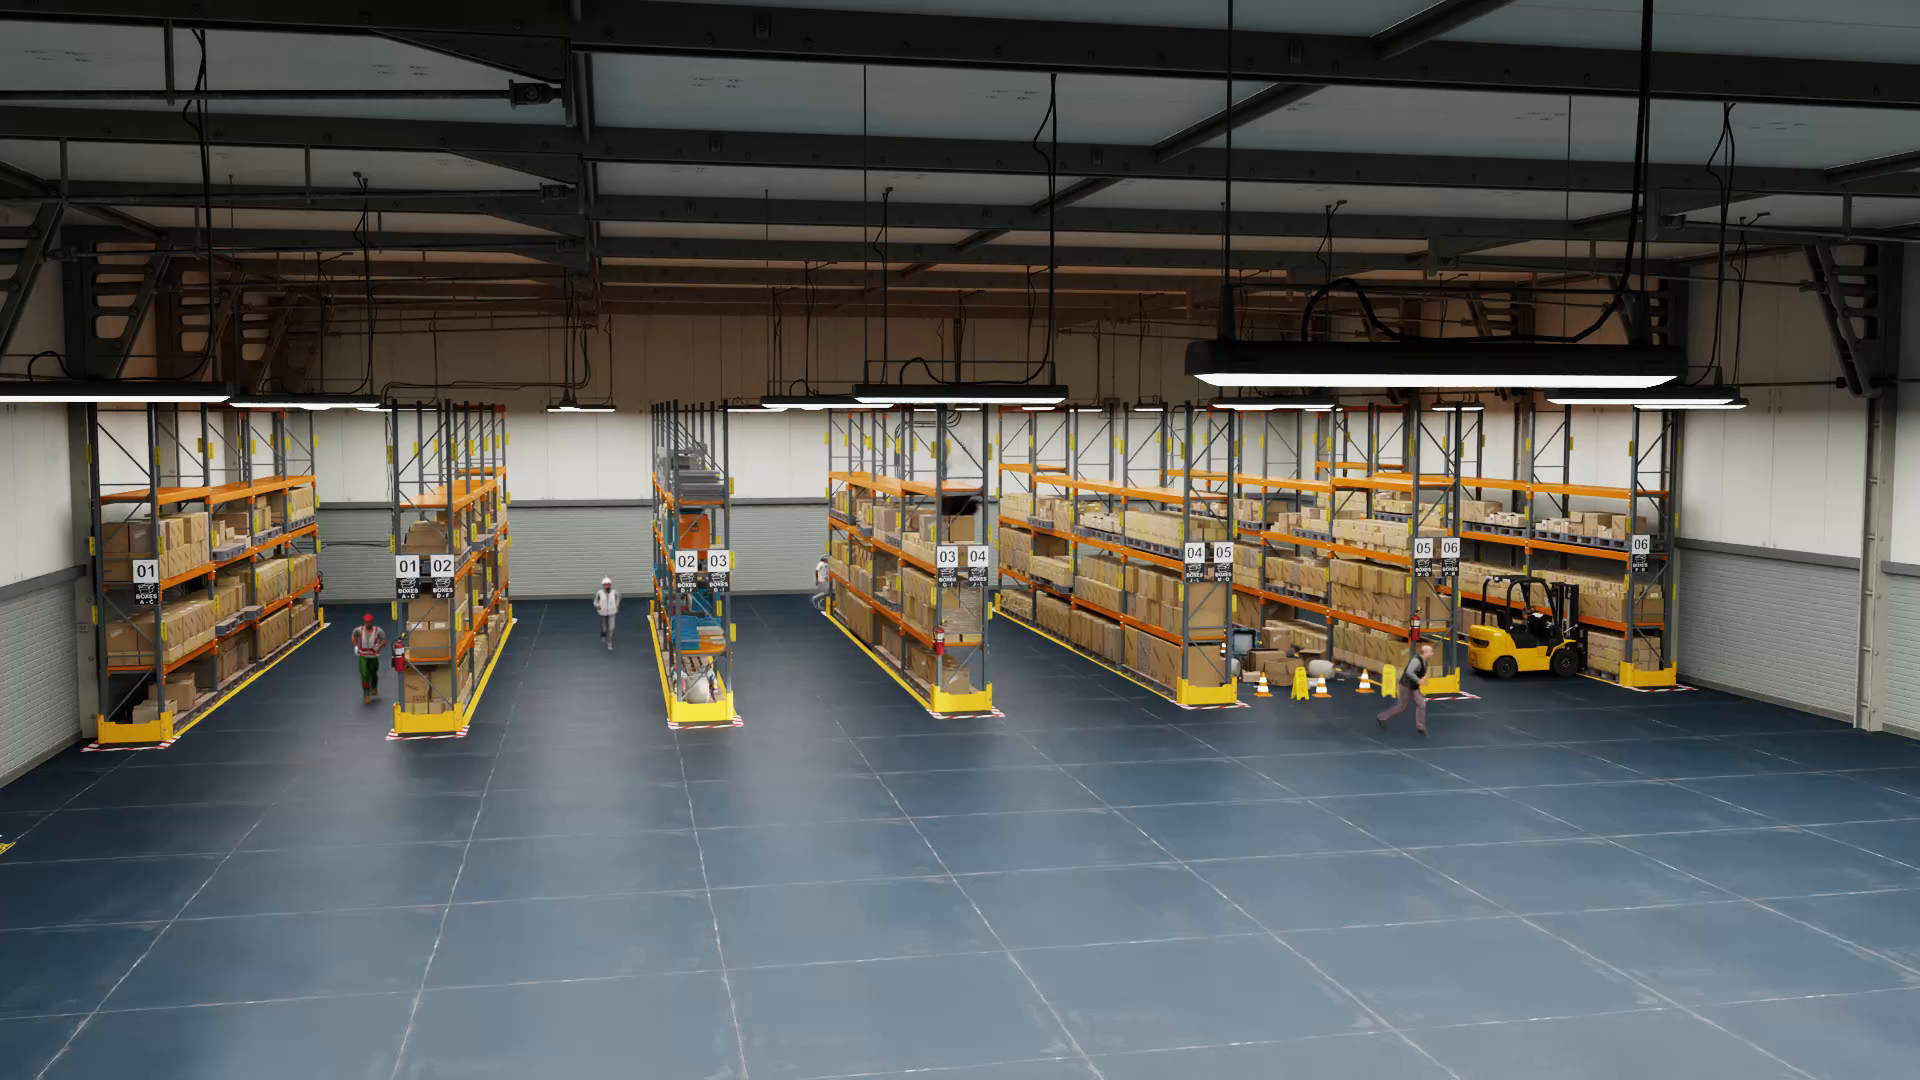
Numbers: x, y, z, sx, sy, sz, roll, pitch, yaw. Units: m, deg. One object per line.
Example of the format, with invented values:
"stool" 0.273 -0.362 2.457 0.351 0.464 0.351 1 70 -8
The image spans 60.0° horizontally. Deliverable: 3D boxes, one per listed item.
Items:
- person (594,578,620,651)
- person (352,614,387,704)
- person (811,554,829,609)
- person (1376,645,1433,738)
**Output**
"person" -8.617 1.790 40.612 0.650 1.753 0.876 -1 5 -17
"person" -11.743 2.311 33.082 0.672 1.731 1.138 -1 4 -14
"person" -4.098 1.225 49.033 0.568 1.618 0.568 0 4 -6
"person" 7.951 2.682 29.714 1.008 1.680 0.697 2 5 27
